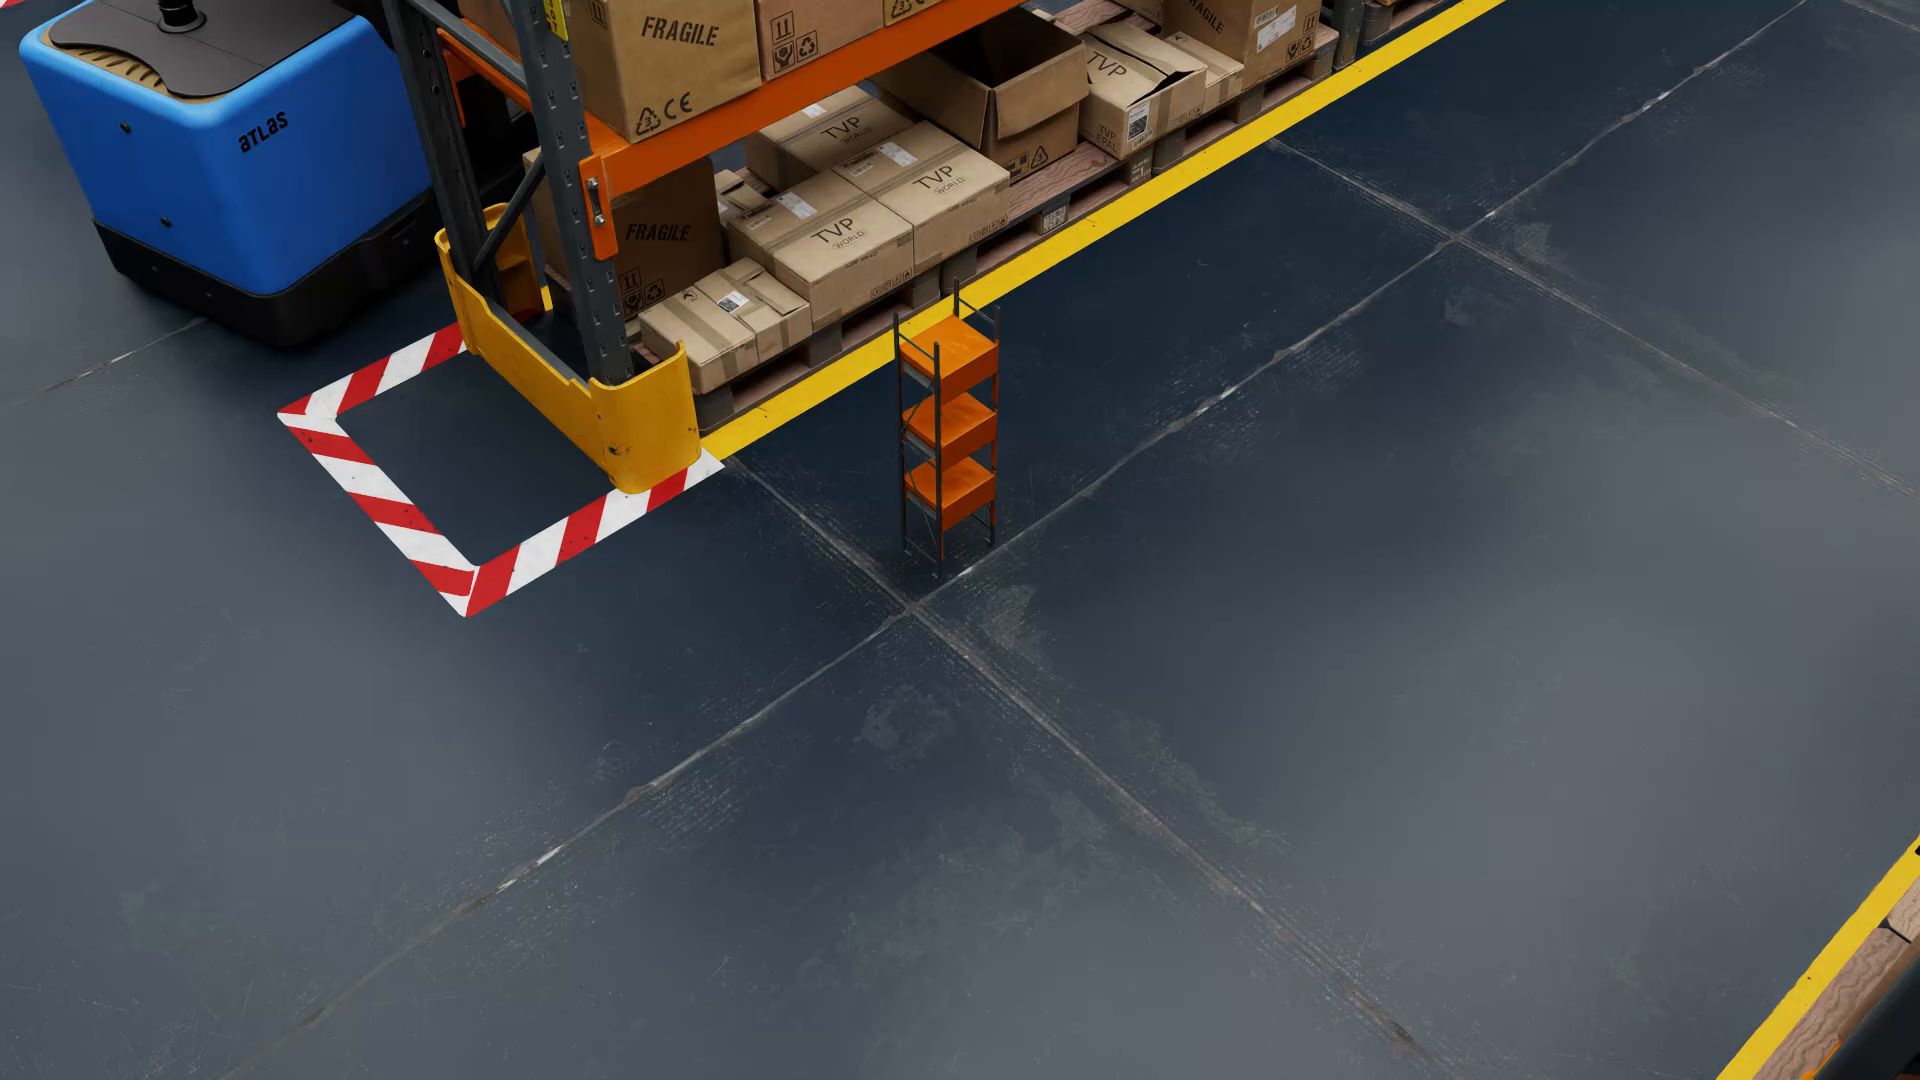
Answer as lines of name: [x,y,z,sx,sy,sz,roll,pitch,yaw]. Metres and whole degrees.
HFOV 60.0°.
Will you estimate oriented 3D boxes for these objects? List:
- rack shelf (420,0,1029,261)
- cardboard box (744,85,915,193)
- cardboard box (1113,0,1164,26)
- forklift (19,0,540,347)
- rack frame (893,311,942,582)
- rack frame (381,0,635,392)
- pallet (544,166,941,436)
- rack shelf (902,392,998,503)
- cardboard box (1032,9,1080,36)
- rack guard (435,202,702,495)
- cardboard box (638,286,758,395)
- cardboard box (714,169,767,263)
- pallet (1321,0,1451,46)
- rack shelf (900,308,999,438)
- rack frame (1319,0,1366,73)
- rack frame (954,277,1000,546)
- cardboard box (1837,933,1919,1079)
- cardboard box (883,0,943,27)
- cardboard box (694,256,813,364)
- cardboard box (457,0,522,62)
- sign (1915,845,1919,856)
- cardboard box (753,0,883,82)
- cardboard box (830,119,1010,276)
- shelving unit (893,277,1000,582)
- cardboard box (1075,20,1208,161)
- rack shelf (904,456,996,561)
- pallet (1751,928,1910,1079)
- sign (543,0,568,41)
rack shelf: [-0.008,-2.269,6.292,4.000,0.370,1.077,-34,56,-27]
cardboard box: [-0.528,-1.597,6.754,0.500,0.250,0.500,-34,56,-27]
cardboard box: [1.015,-2.649,7.683,0.500,0.311,0.500,-34,56,-27]
forklift: [-2.205,-2.801,6.340,1.130,2.935,3.031,24,52,21]
rack frame: [-0.130,-0.269,5.284,0.008,1.050,0.200,-34,56,-27]
rack frame: [-1.488,-1.524,5.115,0.127,3.000,1.000,-34,56,-27]
pallet: [-0.843,-1.010,6.539,1.213,0.211,1.003,-34,56,-27]
rack shelf: [-0.040,-0.322,5.348,0.240,0.259,0.215,-34,56,-27]
cardboard box: [0.382,-2.167,7.337,0.250,0.166,0.380,-34,56,-27]
rack guard: [-1.432,-0.714,6.068,0.348,0.500,1.175,-34,56,-27]
cardboard box: [-0.947,-0.726,6.020,0.250,0.149,0.380,-34,56,-27]
cardboard box: [-0.891,-1.266,6.506,0.250,0.166,0.380,-34,56,-27]
pallet: [2.048,-2.979,8.355,1.213,0.211,1.003,-34,56,-27]
rack shelf: [-0.040,-0.515,5.139,0.240,0.259,0.215,-34,56,-27]
rack frame: [1.471,-3.501,6.940,0.127,3.000,1.000,-34,56,-27]
rack frame: [0.051,-0.390,5.395,0.008,1.050,0.200,-34,56,-27]
cardboard box: [2.218,0.809,2.759,0.700,0.700,0.980,-31,55,-26]
cardboard box: [-0.231,-2.138,5.614,0.500,0.500,0.500,-34,56,-27]
cardboard box: [-0.762,-0.856,6.127,0.250,0.166,0.380,-34,56,-27]
cardboard box: [-1.340,-1.927,5.419,0.500,0.500,0.500,-32,55,-26]
sign: [1.492,0.393,2.397,0.005,0.325,0.100,-34,56,-27]
cardboard box: [-0.604,-1.892,5.386,0.500,0.500,0.500,-34,56,-27]
cardboard box: [-0.155,-1.350,6.526,0.500,0.250,0.500,-34,56,-27]
shelving unit: [-0.040,-0.330,5.340,0.252,1.050,0.215,-34,56,-27]
cardboard box: [0.686,-1.932,7.022,0.500,0.311,0.500,-34,56,-27]
rack shelf: [-0.040,-0.134,5.552,0.240,0.259,0.215,-34,56,-27]
pallet: [2.386,1.676,4.060,1.213,0.211,1.003,-34,56,-27]
sign: [-1.123,-1.522,4.525,0.005,0.325,0.100,-34,56,-27]
